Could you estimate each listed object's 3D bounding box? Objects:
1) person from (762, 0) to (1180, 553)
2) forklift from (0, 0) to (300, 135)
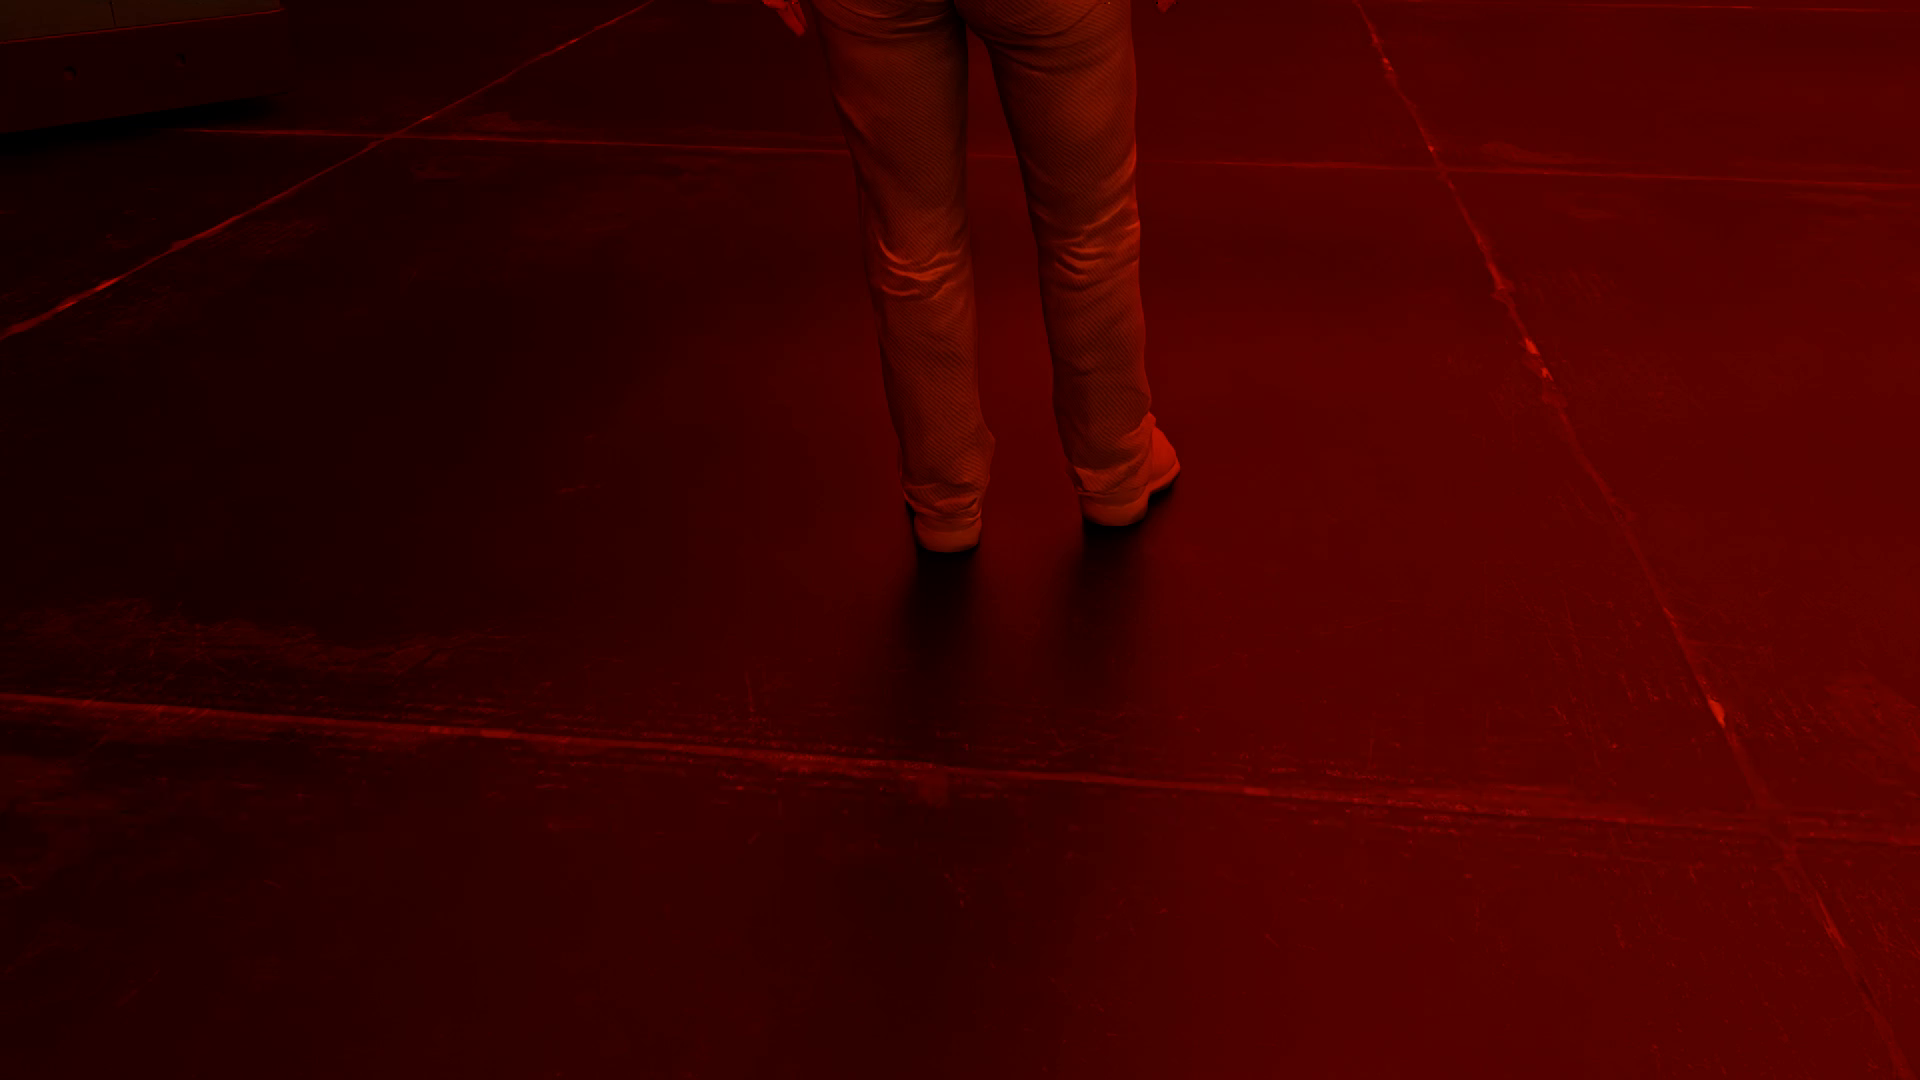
[{"bbox_3d":[0.016,-0.825,2.157,0.633,1.770,0.566,3,27,7],"label":"person"},{"bbox_3d":[-3.420,-2.964,5.158,1.130,2.935,3.031,-23,35,-38],"label":"forklift"}]
